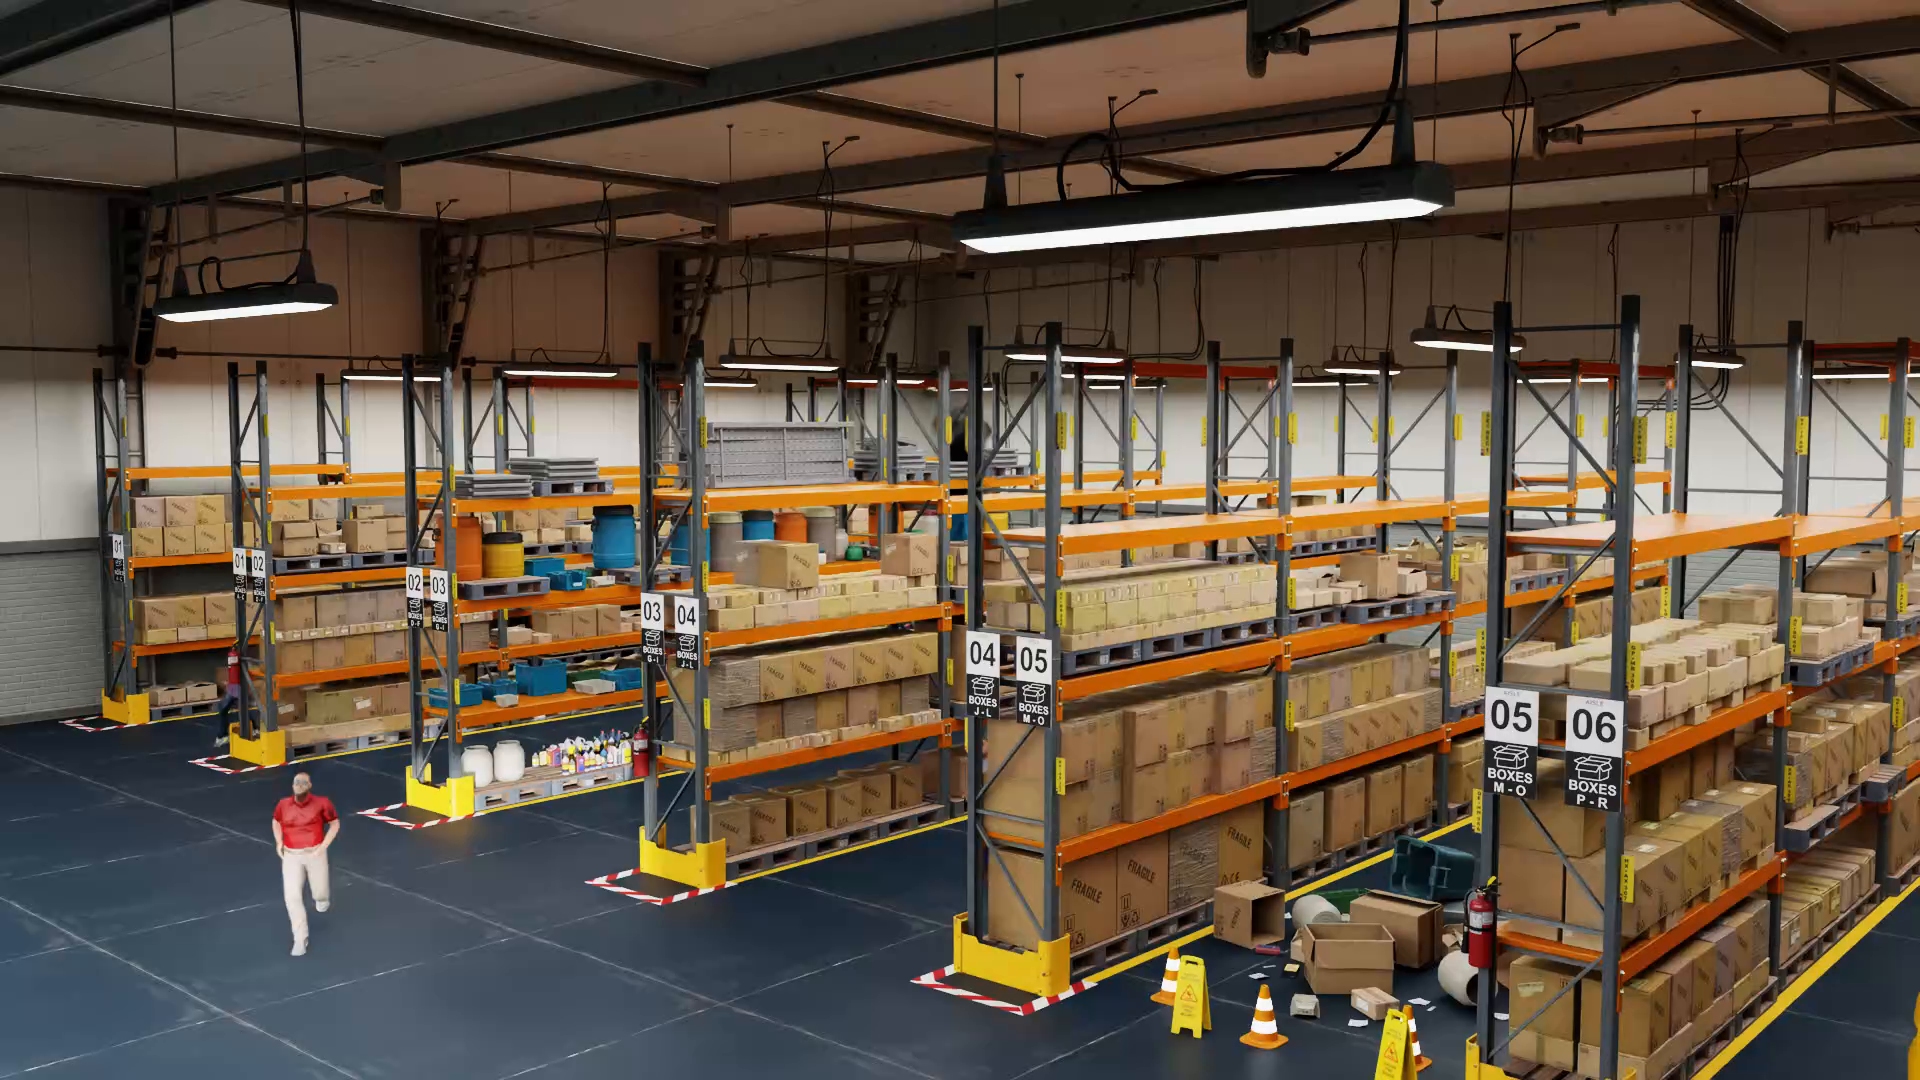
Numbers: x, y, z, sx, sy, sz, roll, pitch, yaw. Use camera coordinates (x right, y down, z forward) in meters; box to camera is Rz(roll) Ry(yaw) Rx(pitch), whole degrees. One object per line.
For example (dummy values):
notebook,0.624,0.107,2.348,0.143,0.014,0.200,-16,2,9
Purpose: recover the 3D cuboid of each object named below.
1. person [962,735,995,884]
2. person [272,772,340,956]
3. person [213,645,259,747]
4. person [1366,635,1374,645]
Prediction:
person,0.295,2.996,18.552,0.605,1.646,0.646,3,5,33
person,-6.451,3.139,16.409,0.643,1.721,0.995,-1,4,-16
person,-11.373,2.454,26.296,0.539,1.620,0.762,2,5,27
person,6.774,2.350,27.279,0.601,1.646,0.583,3,5,39
